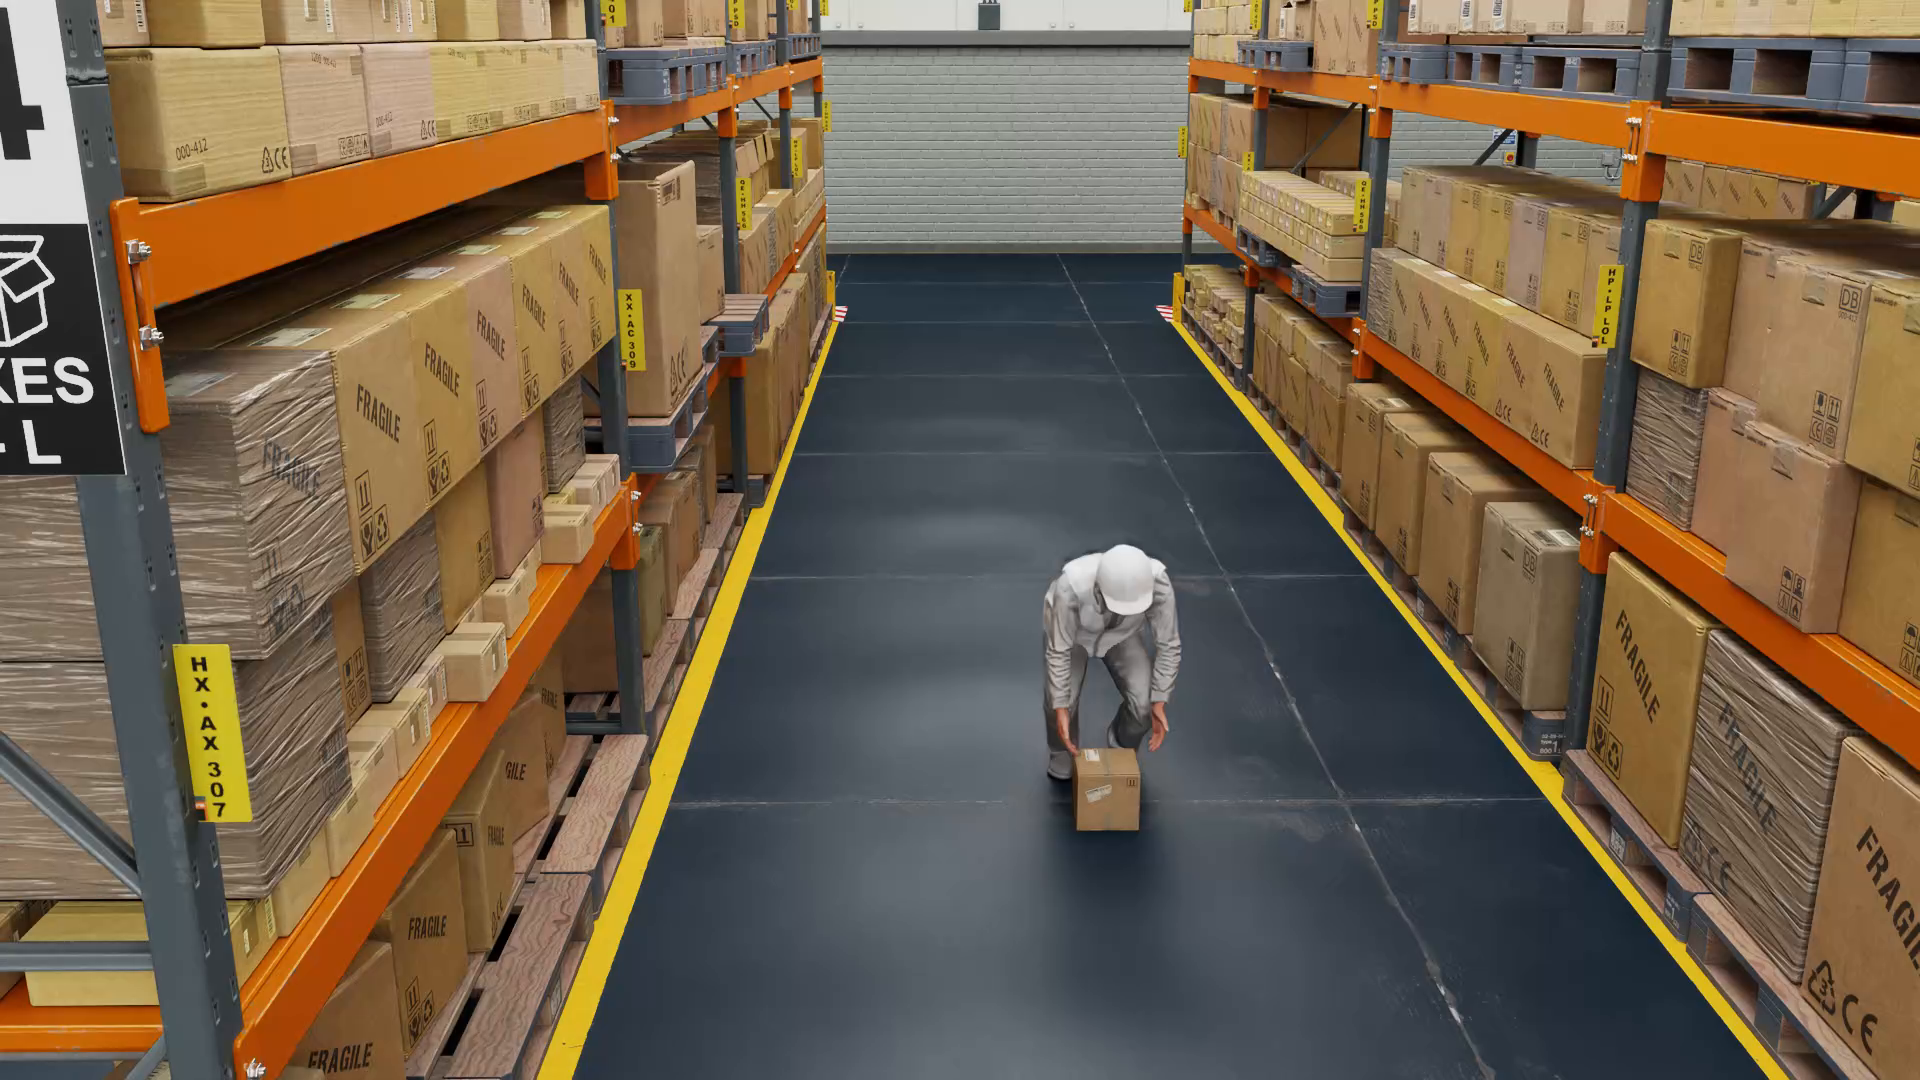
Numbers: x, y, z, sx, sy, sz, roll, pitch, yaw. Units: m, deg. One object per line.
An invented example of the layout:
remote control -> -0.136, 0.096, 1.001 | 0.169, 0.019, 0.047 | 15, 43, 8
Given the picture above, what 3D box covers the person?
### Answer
person -> 0.629, 0.478, 6.999 | 0.564, 1.154, 0.869 | 0, 17, -1
